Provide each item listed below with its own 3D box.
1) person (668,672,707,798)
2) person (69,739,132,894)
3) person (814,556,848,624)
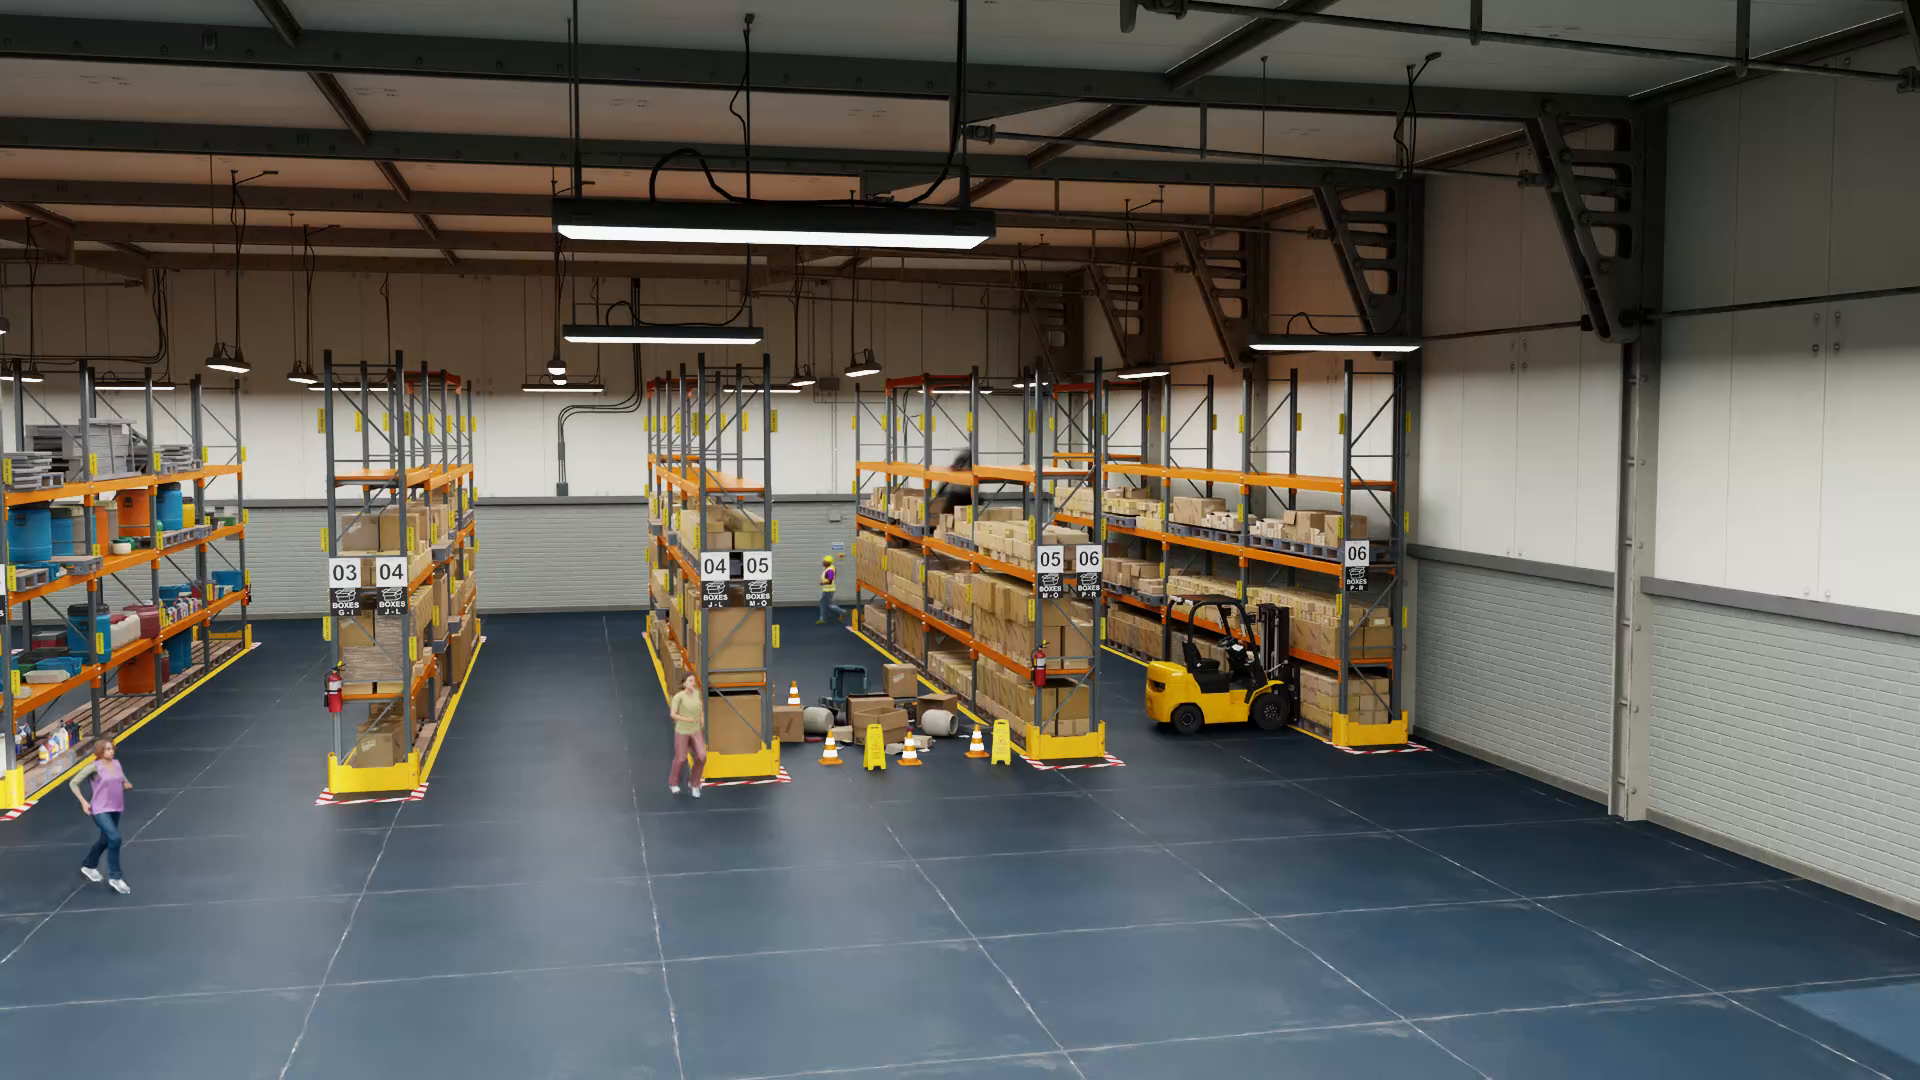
[{"bbox_3d":[-3.650,2.623,22.404,0.601,1.708,0.687,-3,5,-40],"label":"person"},{"bbox_3d":[-9.201,2.950,17.877,0.742,1.641,0.513,1,4,16],"label":"person"},{"bbox_3d":[-3.241,1.264,41.548,0.862,1.741,0.745,0,4,-4],"label":"person"}]
